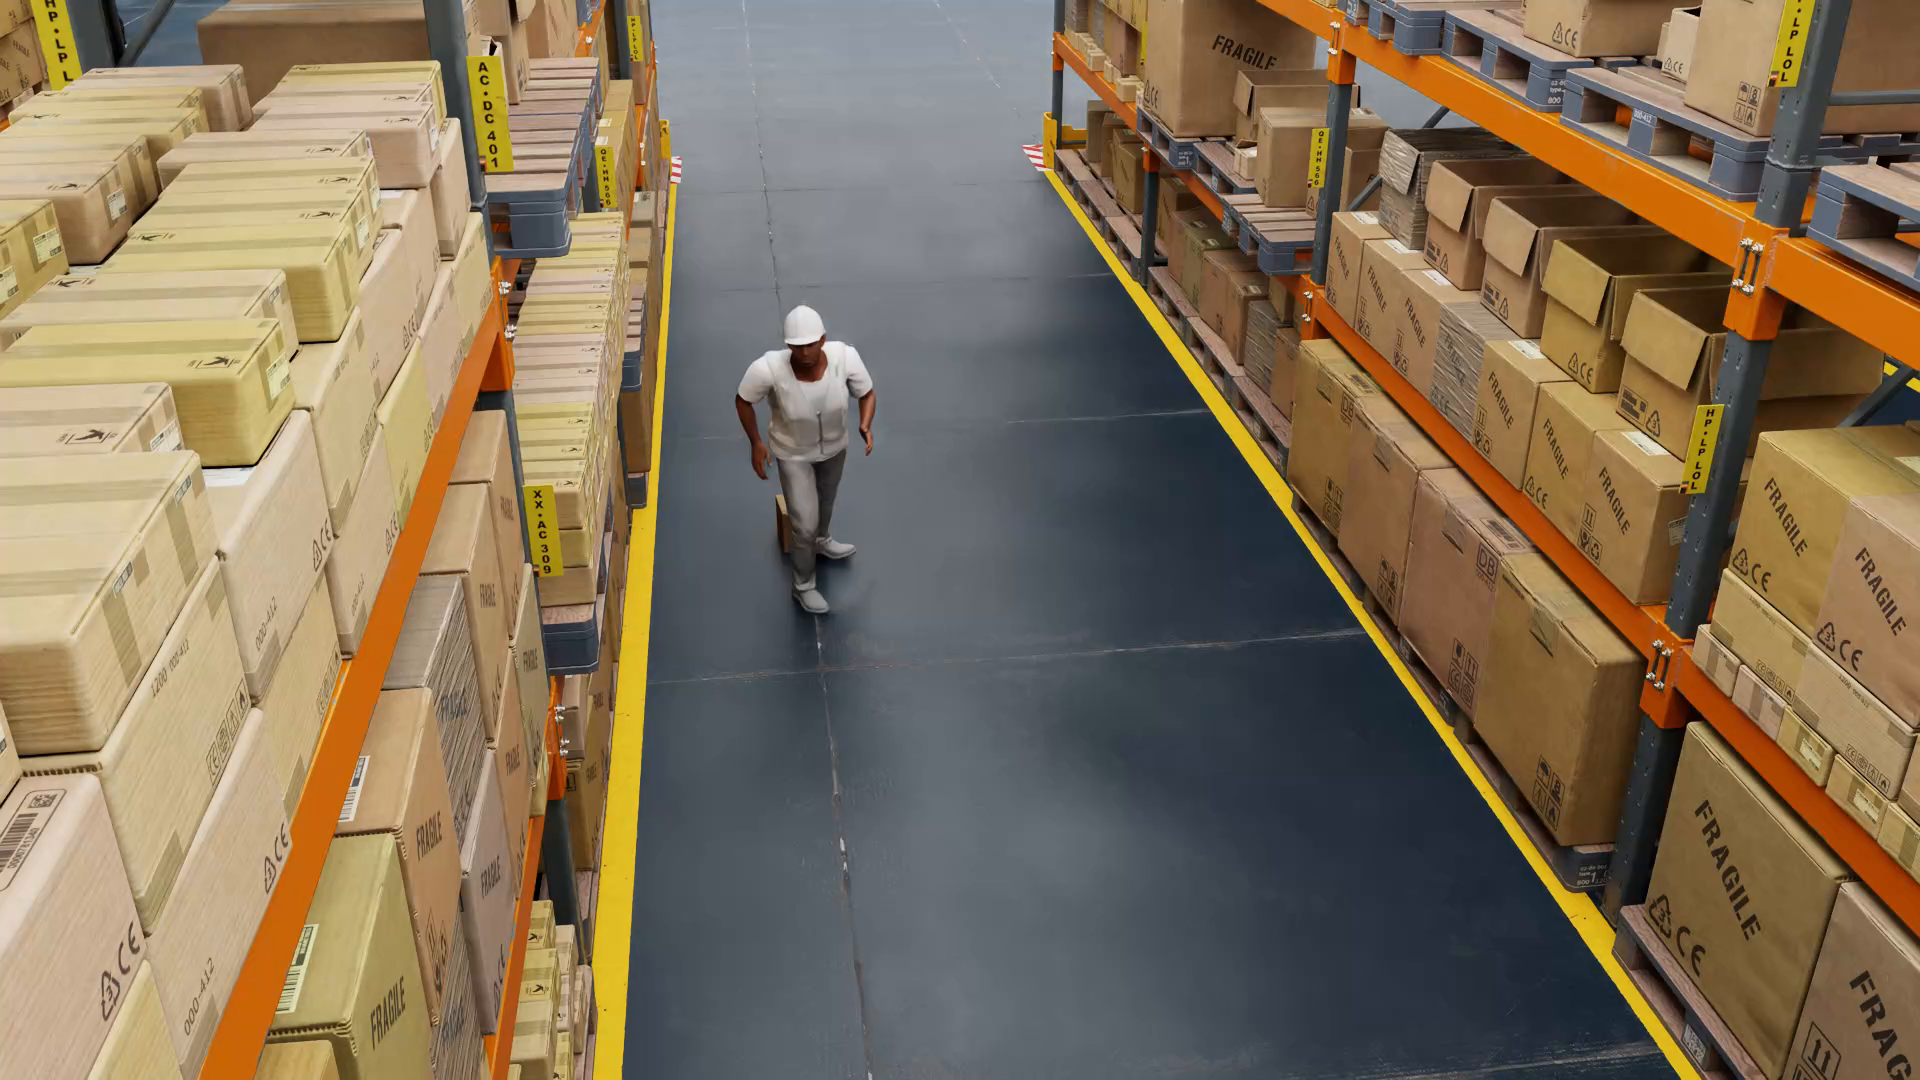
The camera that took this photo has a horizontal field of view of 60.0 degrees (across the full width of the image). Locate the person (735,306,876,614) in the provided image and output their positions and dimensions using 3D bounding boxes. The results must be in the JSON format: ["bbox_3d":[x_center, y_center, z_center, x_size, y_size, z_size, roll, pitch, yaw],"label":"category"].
[{"bbox_3d":[-0.757,-0.461,8.588,0.707,1.687,0.888,-16,31,-29],"label":"person"}]
